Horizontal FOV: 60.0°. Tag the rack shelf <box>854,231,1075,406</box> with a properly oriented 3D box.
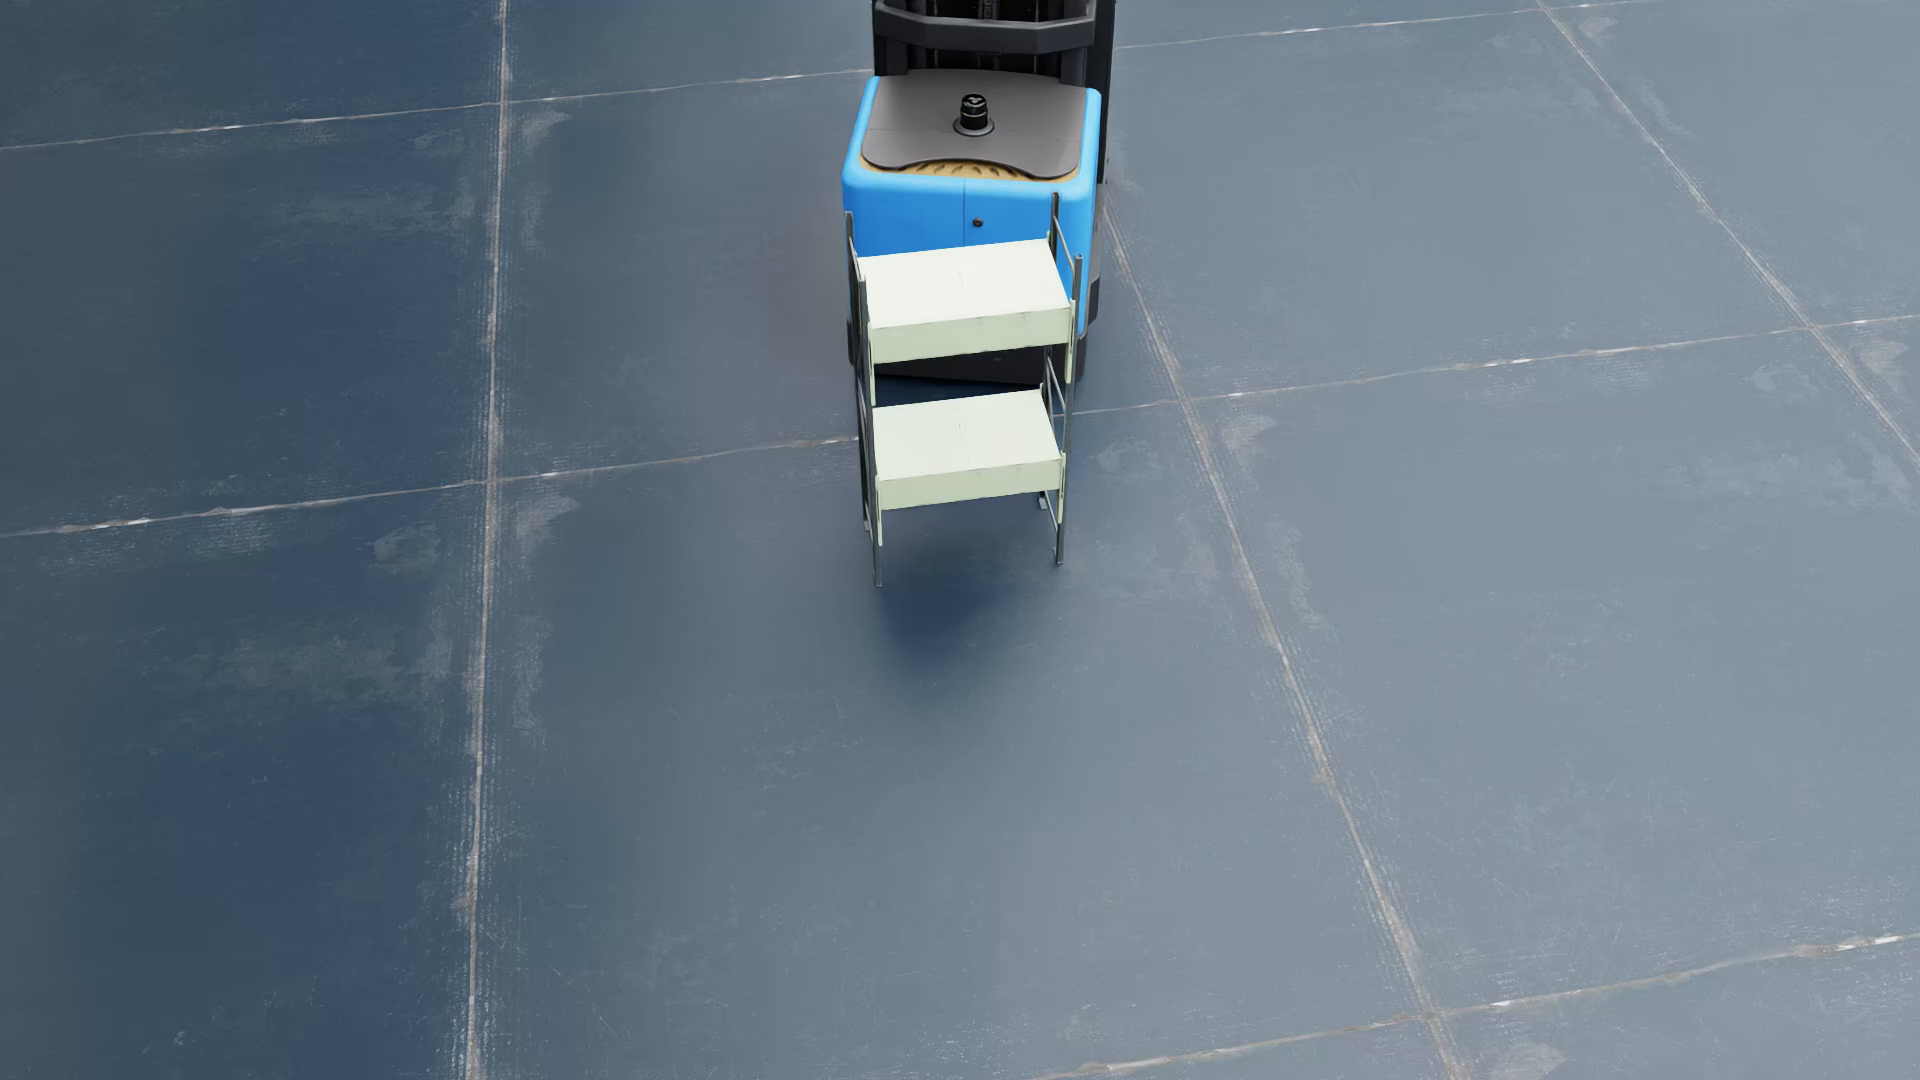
[{"bbox_3d":[0.007,-0.792,5.930,0.720,0.370,0.431,-7,46,-7],"label":"rack shelf"}]

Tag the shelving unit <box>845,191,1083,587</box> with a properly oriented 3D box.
[{"bbox_3d":[0.007,-0.521,6.211,0.755,1.500,0.431,-7,46,-7],"label":"shelving unit"}]

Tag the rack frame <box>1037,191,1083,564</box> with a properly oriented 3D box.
[{"bbox_3d":[0.367,-0.566,6.254,0.023,1.500,0.400,-7,46,-7],"label":"rack frame"}]

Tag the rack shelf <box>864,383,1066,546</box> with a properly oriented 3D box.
[{"bbox_3d":[0.007,-0.295,6.445,0.720,0.370,0.431,-7,46,-7],"label":"rack shelf"}]

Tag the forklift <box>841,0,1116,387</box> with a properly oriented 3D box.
[{"bbox_3d":[0.177,-2.757,7.371,1.130,2.935,3.031,4,46,4],"label":"forklift"}]

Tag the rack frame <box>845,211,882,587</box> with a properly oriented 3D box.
[{"bbox_3d":[-0.354,-0.476,6.167,0.023,1.500,0.400,-7,46,-7],"label":"rack frame"}]
